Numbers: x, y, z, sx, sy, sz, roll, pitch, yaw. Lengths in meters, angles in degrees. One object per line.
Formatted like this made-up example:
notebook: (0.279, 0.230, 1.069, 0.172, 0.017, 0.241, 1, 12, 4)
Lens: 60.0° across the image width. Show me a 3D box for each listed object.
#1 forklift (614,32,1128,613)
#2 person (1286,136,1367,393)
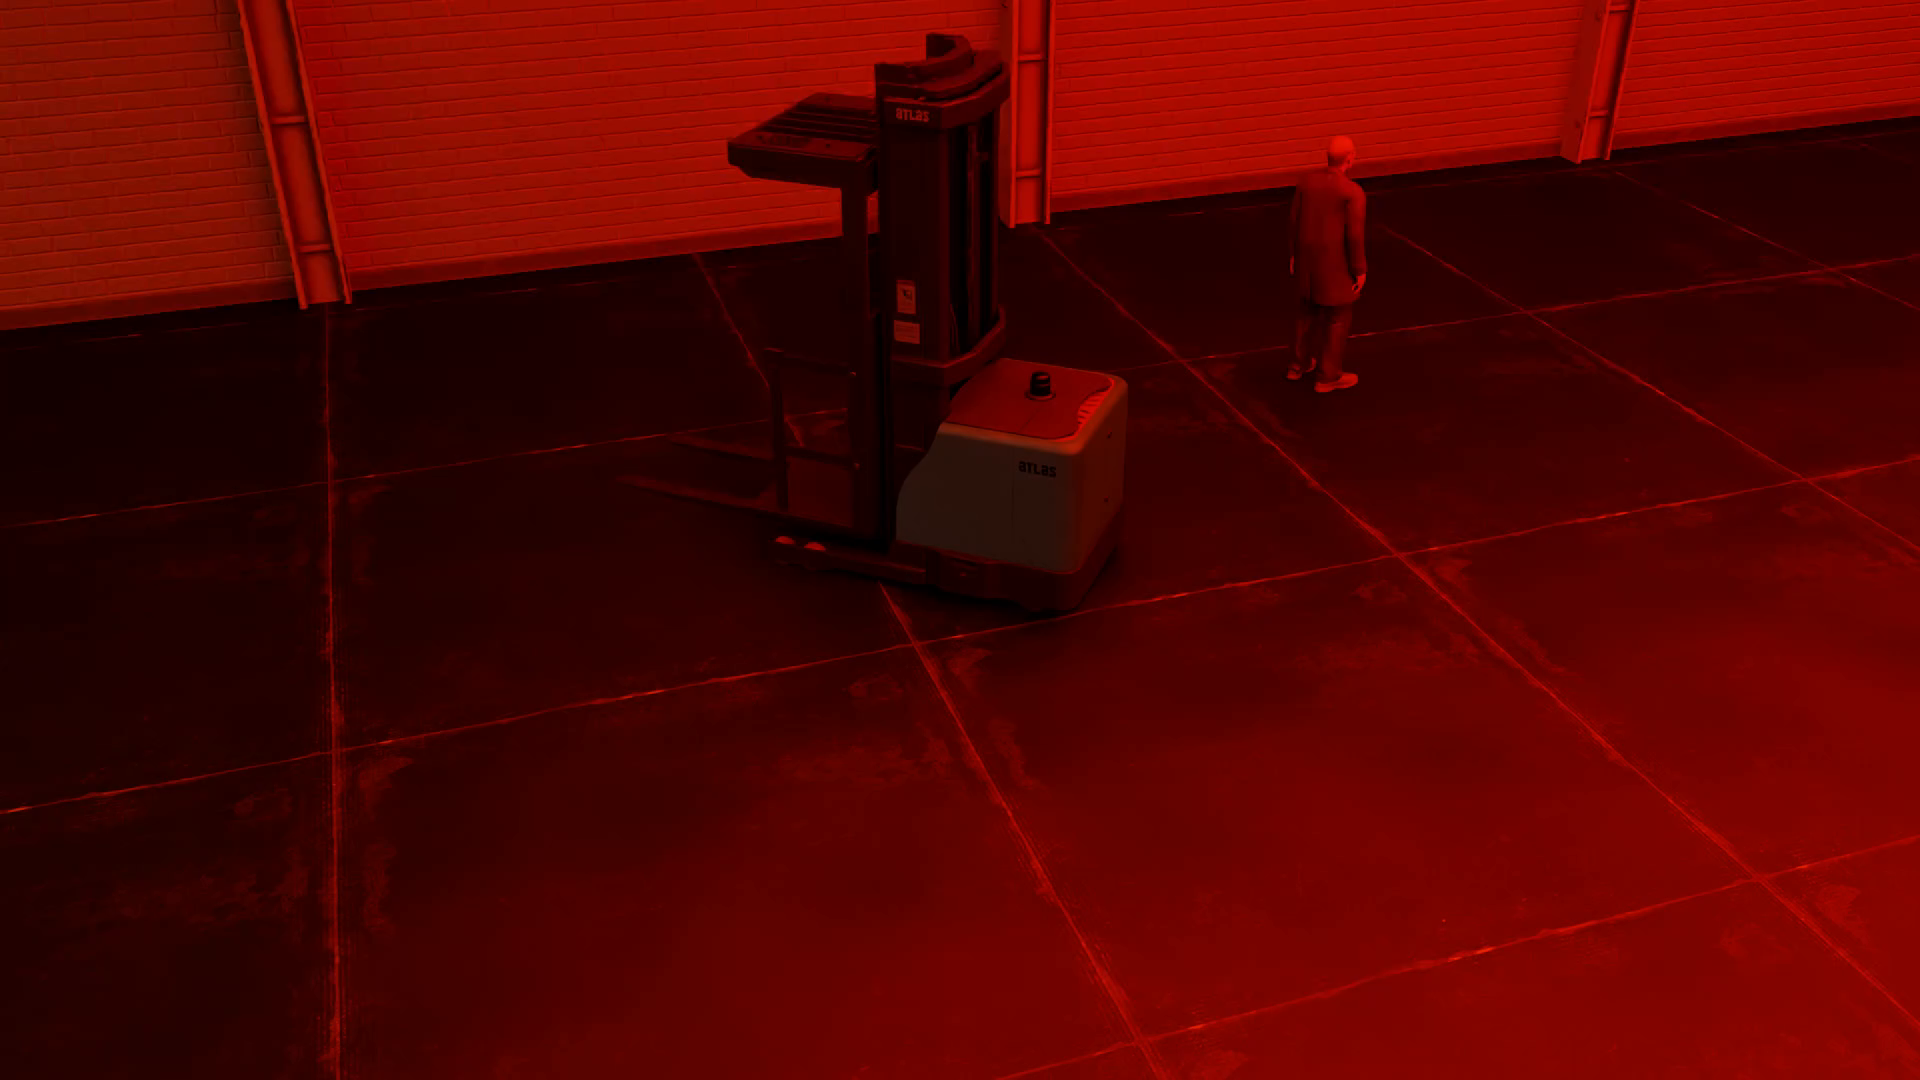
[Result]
forklift: (-0.595, -1.321, 9.383, 3.031, 2.935, 1.130, 11, 32, 18)
person: (2.562, -1.926, 11.598, 0.440, 1.775, 0.644, -24, 38, -35)
